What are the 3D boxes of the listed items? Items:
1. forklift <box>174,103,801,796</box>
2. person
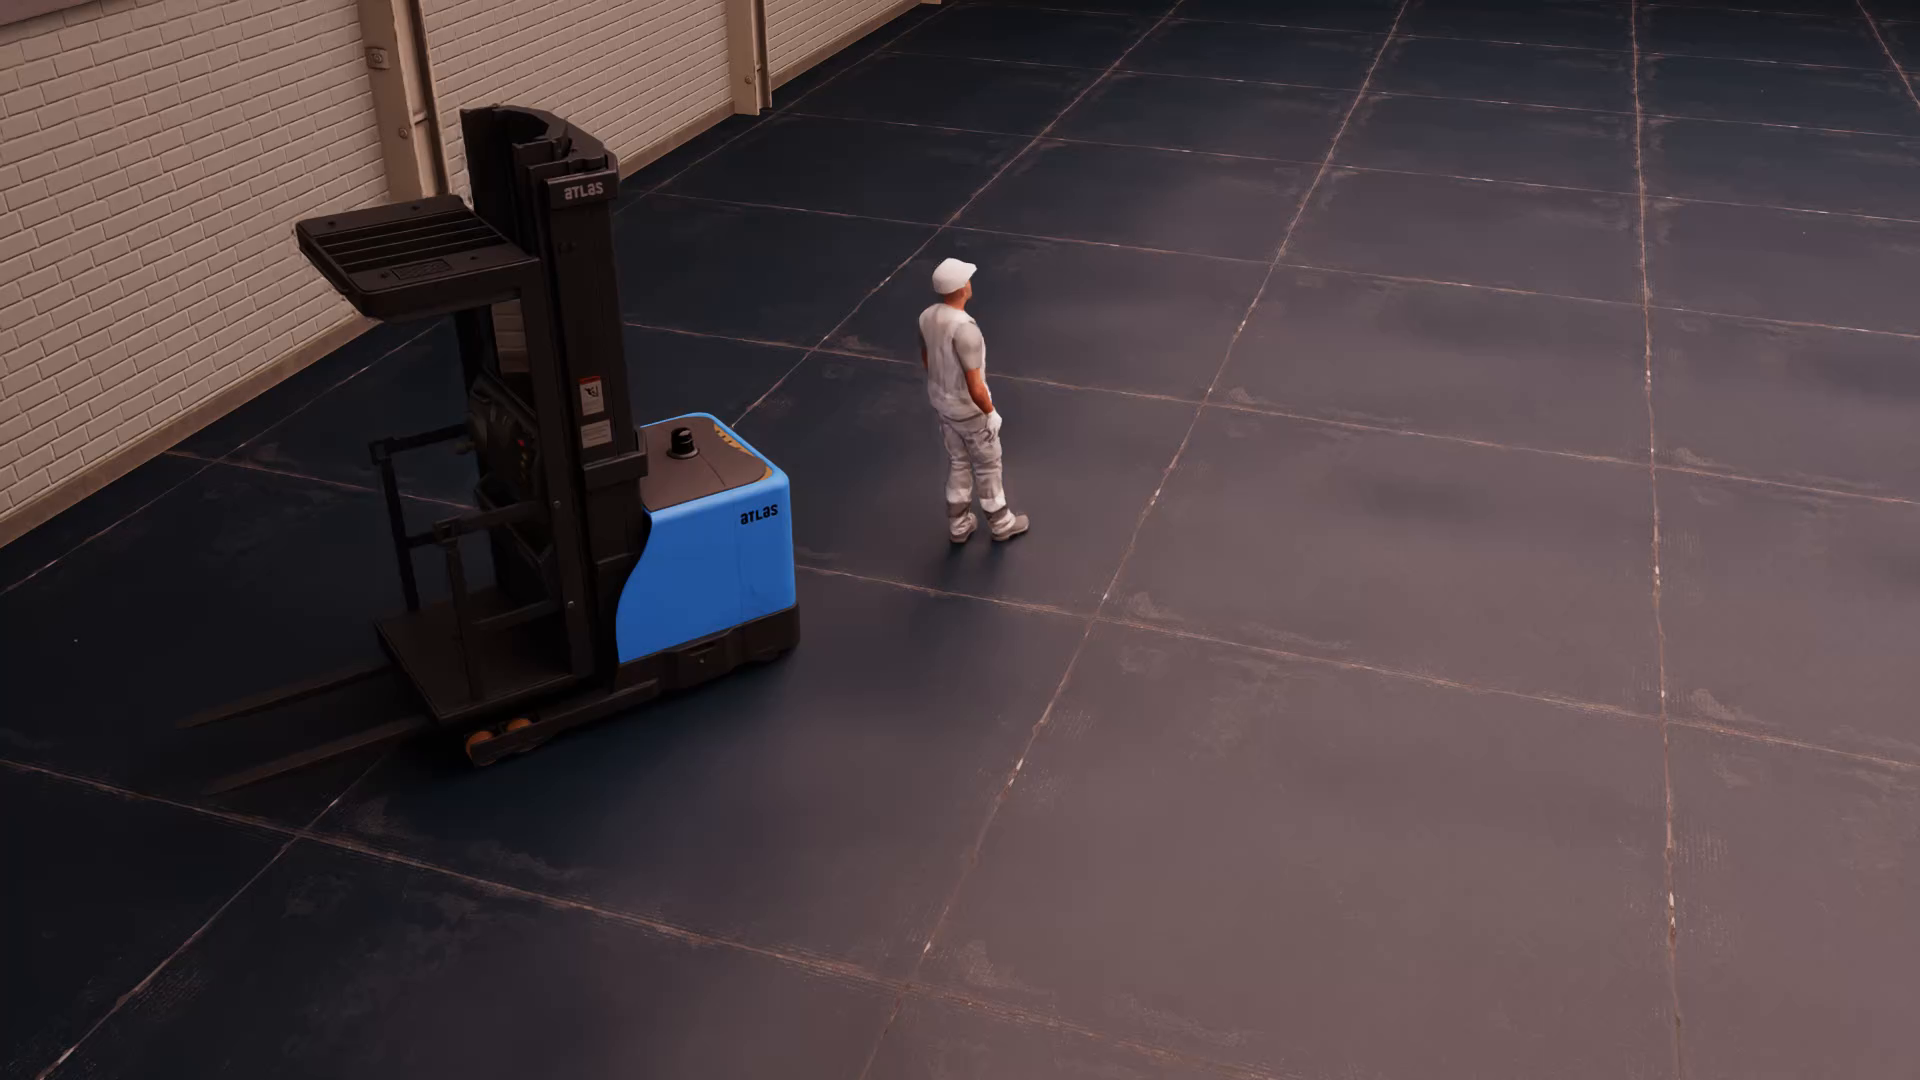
[{"bbox_3d":[-2.374,-0.465,7.953,3.031,2.935,1.130,-18,34,-29],"label":"forklift"},{"bbox_3d":[0.111,-0.817,9.728,0.637,1.785,0.639,-17,34,-28],"label":"person"}]
